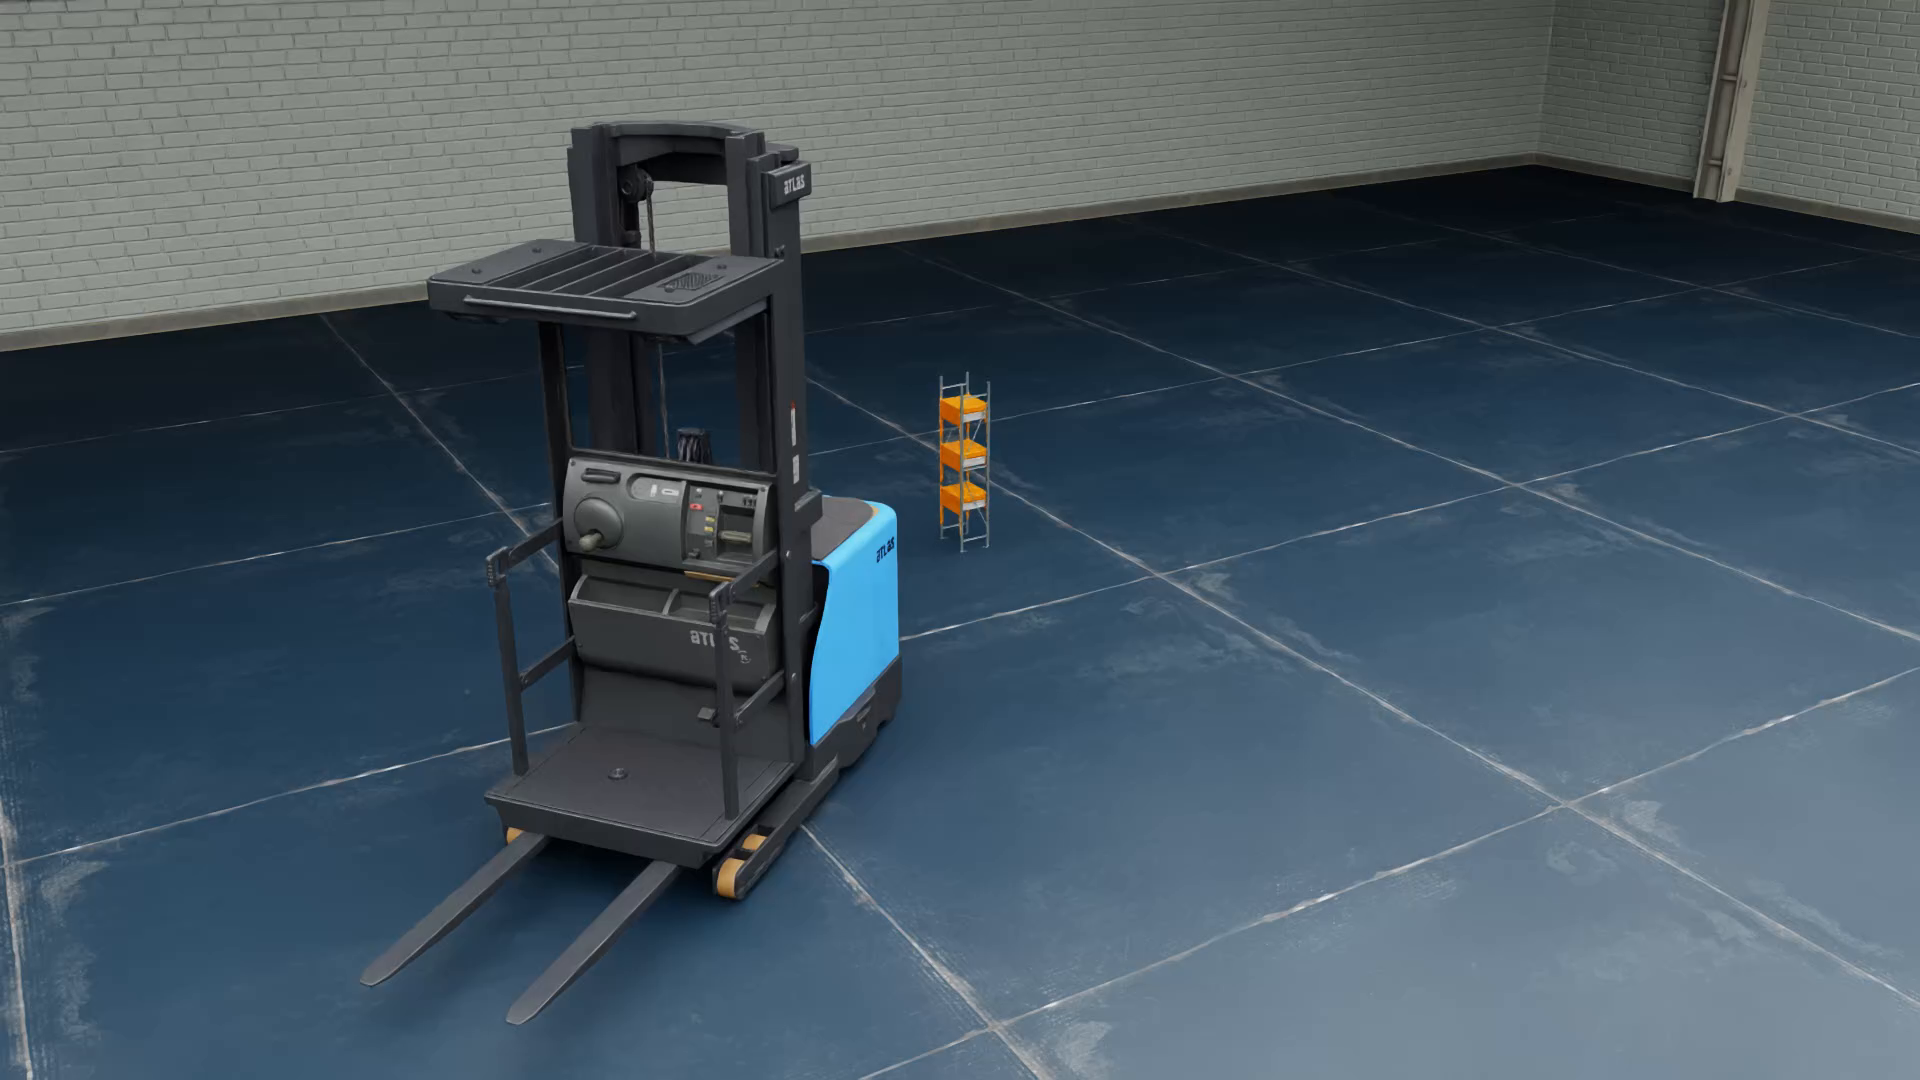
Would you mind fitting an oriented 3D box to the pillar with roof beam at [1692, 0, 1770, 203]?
[{"bbox_3d":[5.735,-7.611,17.085,9.100,9.000,0.400,-13,25,-28],"label":"pillar with roof beam"}]

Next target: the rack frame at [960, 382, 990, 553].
[{"bbox_3d":[0.090,-0.430,9.974,0.200,1.050,0.008,-13,25,-28],"label":"rack frame"}]

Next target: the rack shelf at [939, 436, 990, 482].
[{"bbox_3d":[0.027,-0.459,10.075,0.215,0.259,0.240,-13,25,-28],"label":"rack shelf"}]

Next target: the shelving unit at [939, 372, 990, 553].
[{"bbox_3d":[0.027,-0.469,10.071,0.215,1.050,0.252,-13,25,-28],"label":"shelving unit"}]

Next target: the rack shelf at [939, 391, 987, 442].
[{"bbox_3d":[0.027,-0.722,9.968,0.215,0.259,0.240,-13,25,-28],"label":"rack shelf"}]

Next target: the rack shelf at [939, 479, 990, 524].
[{"bbox_3d":[0.027,-0.202,10.180,0.215,0.259,0.240,-13,25,-28],"label":"rack shelf"}]

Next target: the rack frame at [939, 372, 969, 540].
[{"bbox_3d":[-0.035,-0.509,10.168,0.200,1.050,0.008,-13,25,-28],"label":"rack frame"}]

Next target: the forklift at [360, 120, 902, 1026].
[{"bbox_3d":[-1.279,-0.078,6.612,1.130,2.935,3.031,8,23,19],"label":"forklift"}]
